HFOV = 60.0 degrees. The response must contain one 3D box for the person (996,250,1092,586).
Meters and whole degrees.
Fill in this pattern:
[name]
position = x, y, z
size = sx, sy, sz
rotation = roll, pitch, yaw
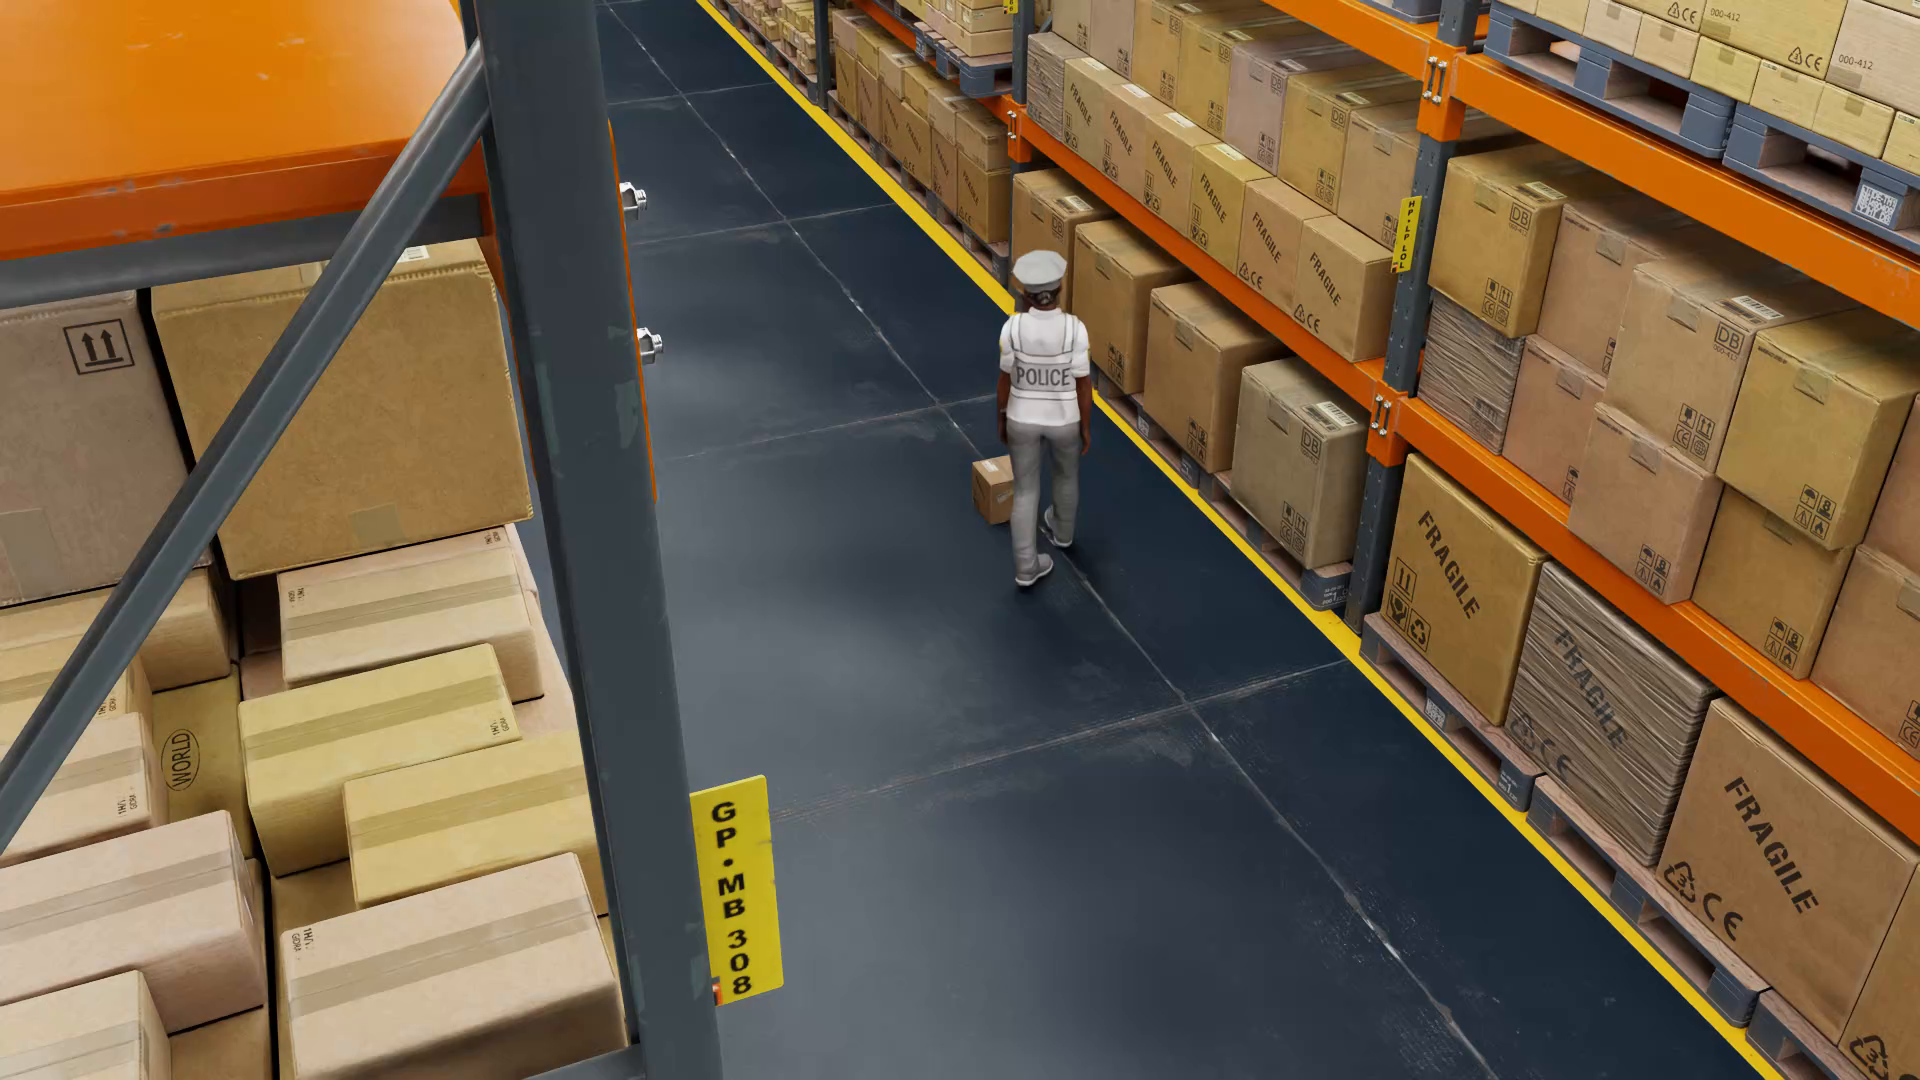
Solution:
[person]
position = 0.409, -0.616, 8.055
size = 0.459, 1.656, 0.676
rotation = 3, 34, 4
